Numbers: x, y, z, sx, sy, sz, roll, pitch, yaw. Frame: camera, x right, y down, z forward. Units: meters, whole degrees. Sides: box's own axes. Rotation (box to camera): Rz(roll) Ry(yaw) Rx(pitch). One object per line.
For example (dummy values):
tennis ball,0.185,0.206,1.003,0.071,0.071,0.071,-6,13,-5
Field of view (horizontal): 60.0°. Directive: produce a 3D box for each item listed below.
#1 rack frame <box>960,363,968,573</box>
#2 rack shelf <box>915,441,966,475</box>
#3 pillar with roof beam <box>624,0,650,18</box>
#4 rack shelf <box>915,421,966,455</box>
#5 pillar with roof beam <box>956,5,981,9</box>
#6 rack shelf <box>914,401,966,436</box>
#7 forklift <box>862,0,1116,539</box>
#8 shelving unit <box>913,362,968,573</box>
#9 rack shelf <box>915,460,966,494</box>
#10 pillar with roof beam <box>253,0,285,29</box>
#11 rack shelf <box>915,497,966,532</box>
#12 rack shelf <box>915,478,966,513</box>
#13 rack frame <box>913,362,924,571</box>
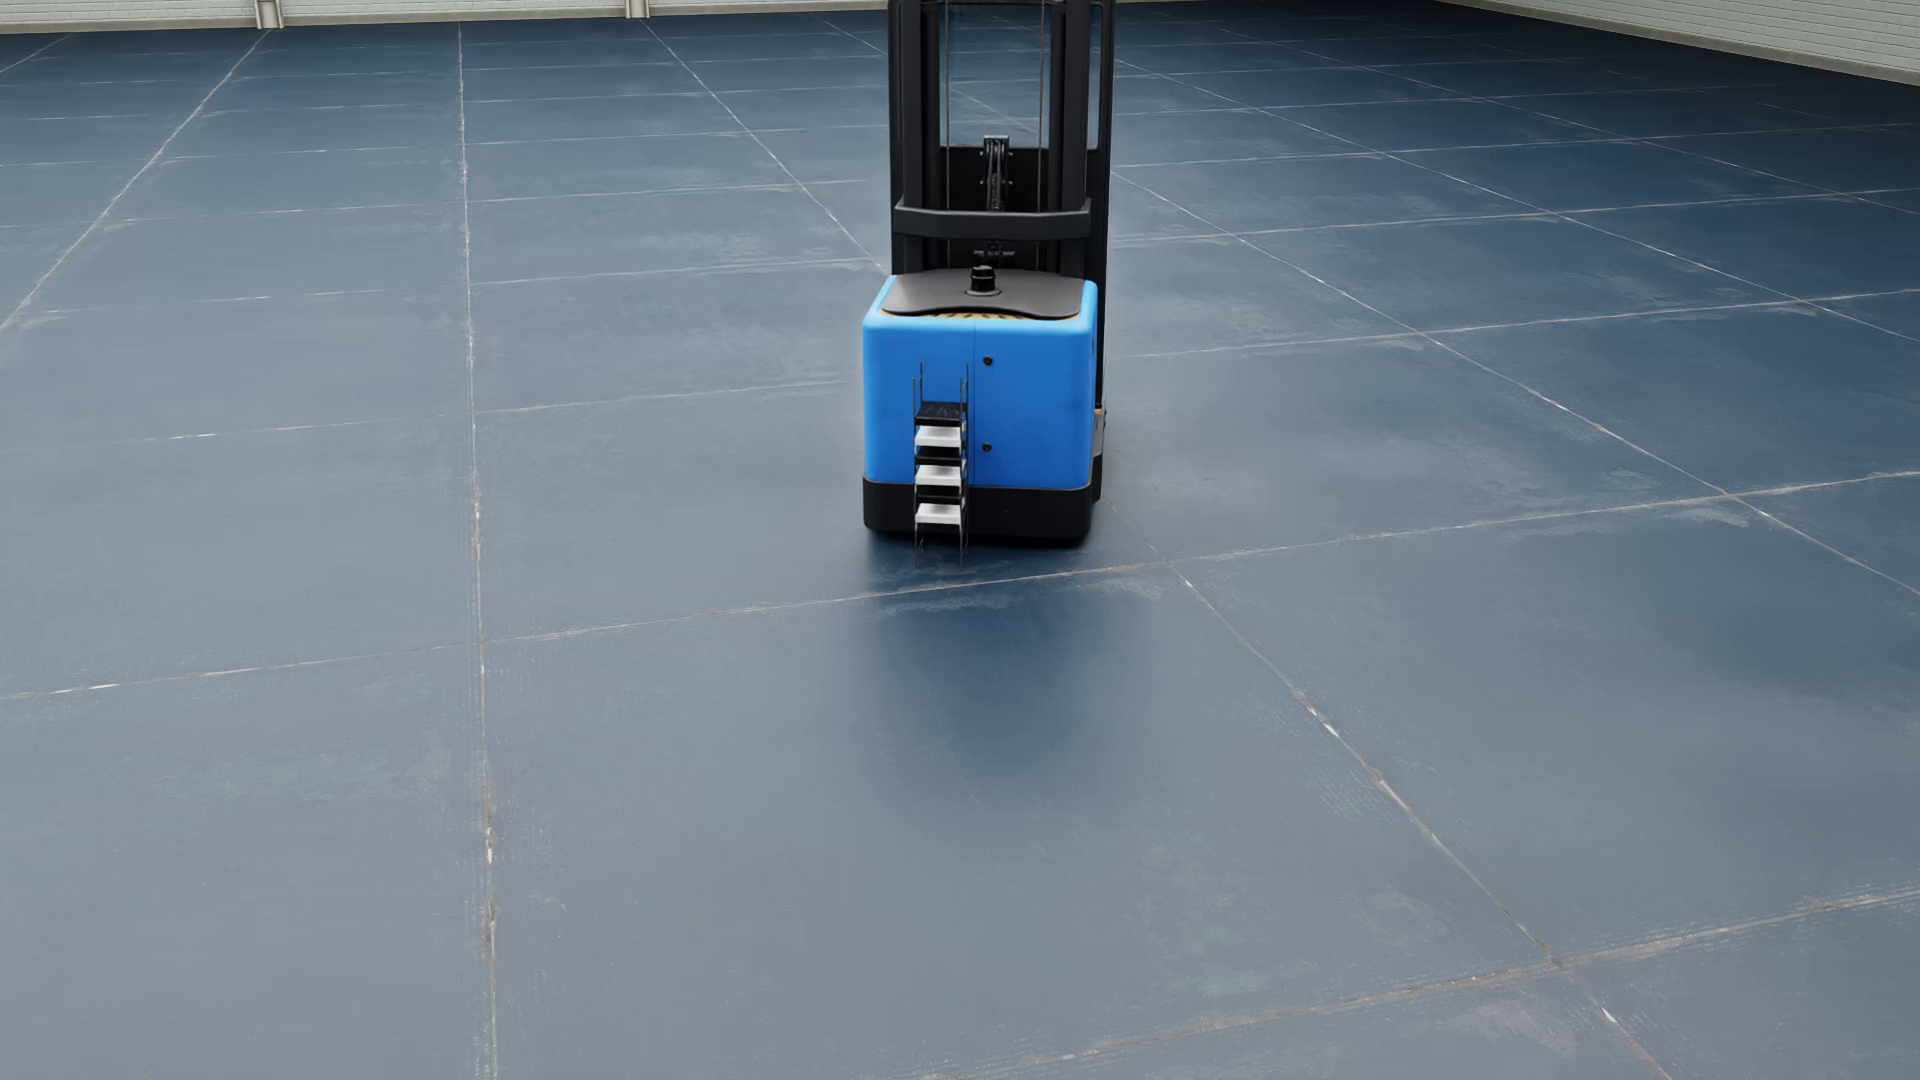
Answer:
rack frame,0.019,-0.313,7.337,0.006,0.900,0.240,3,23,6
rack shelf,-0.082,-0.369,7.326,0.200,0.077,0.258,3,23,6
pillar with roof beam,-4.469,-11.636,23.455,0.400,9.000,9.100,-6,24,-14
rack shelf,-0.082,-0.452,7.291,0.200,0.077,0.258,3,23,6
pillar with roof beam,1.308,-12.275,24.945,0.400,9.000,9.100,-6,24,-14
rack shelf,-0.082,-0.535,7.255,0.200,0.077,0.258,3,23,6
forklift,0.224,-1.898,8.456,1.130,2.935,3.031,2,23,6
shelving unit,-0.082,-0.317,7.348,0.210,0.900,0.258,3,23,6
rack shelf,-0.082,-0.287,7.362,0.200,0.077,0.258,3,23,6
pillar with roof beam,-10.246,-10.997,21.966,0.400,9.000,9.100,-6,24,-14
rack shelf,-0.082,-0.121,7.433,0.200,0.077,0.258,3,23,6
rack shelf,-0.082,-0.204,7.397,0.200,0.077,0.258,3,23,6
rack frame,-0.183,-0.322,7.360,0.006,0.900,0.240,3,23,6
